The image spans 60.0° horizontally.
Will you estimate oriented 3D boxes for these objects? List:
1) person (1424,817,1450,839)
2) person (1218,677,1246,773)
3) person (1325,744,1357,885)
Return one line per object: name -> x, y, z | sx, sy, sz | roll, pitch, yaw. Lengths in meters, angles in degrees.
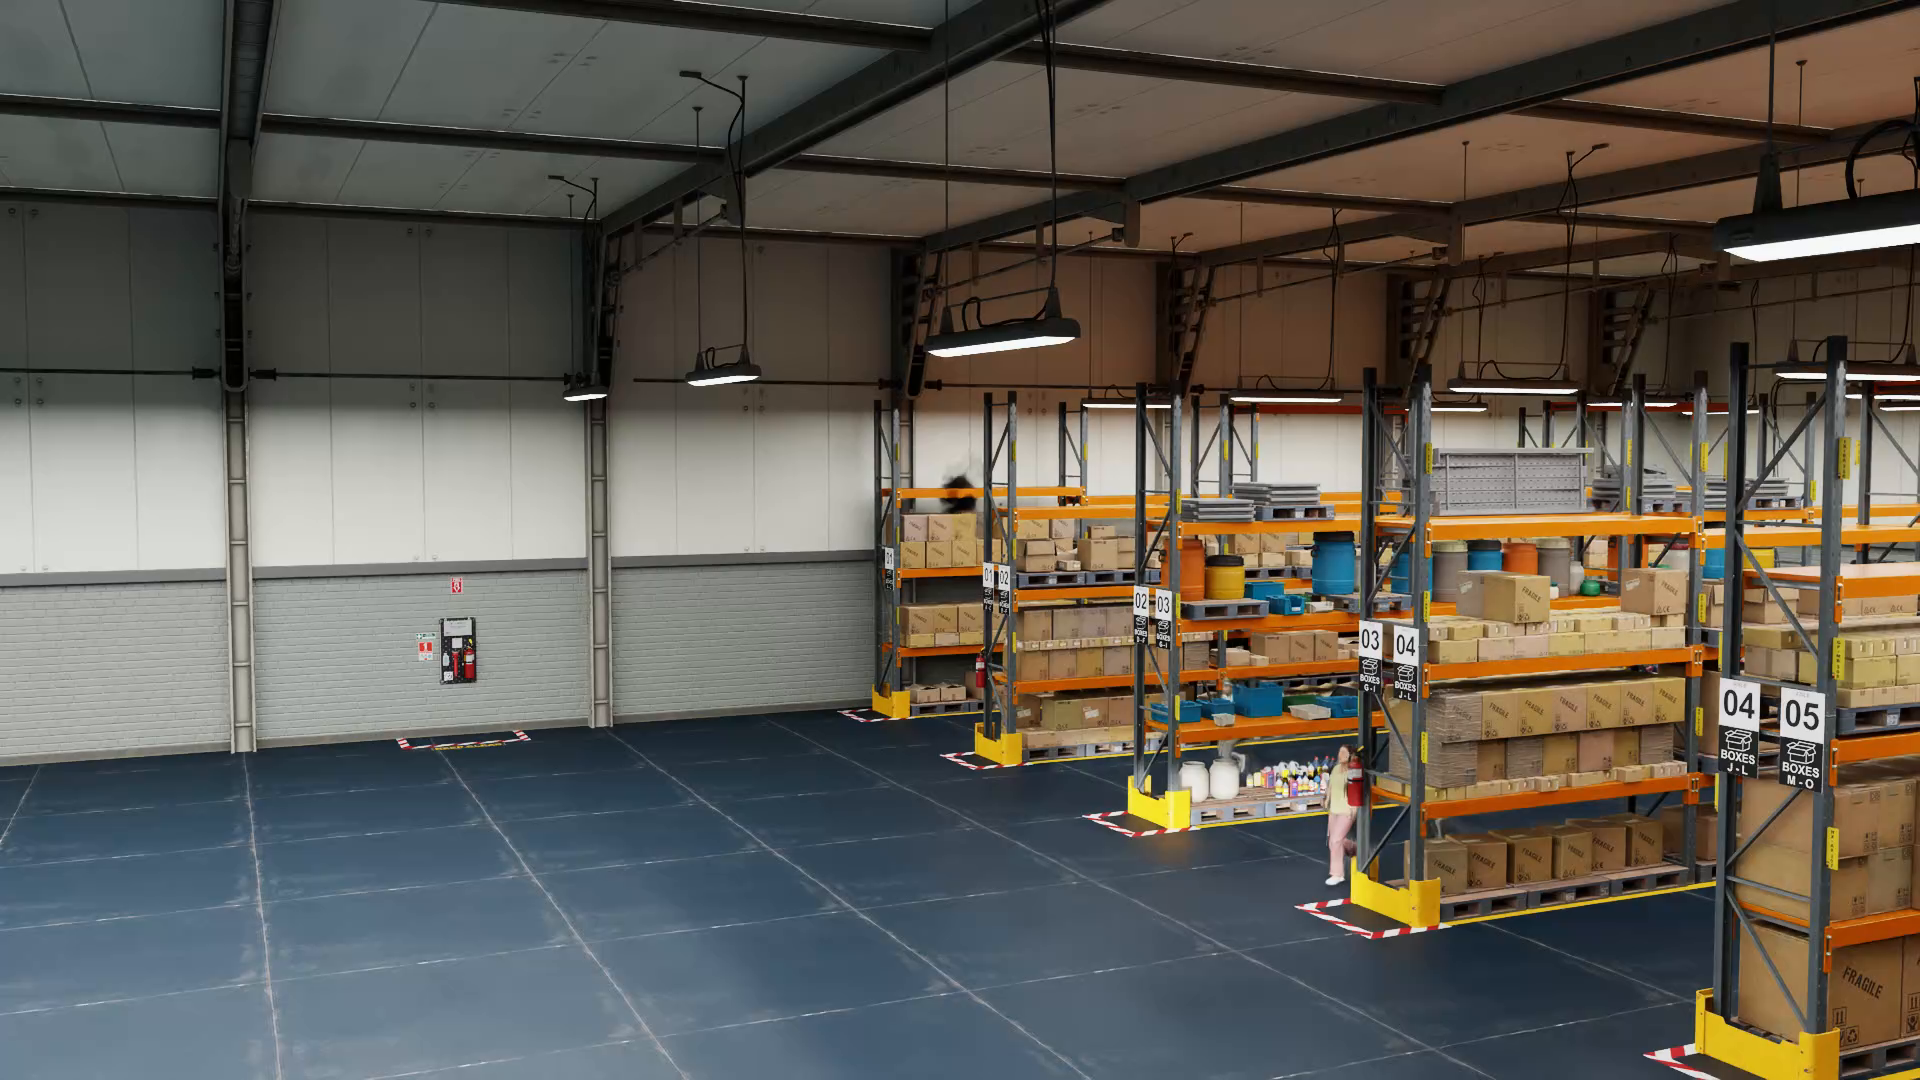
person -> 5.906, 3.121, 20.718 | 0.640, 1.635, 0.541 | -3, 4, -39
person -> 4.162, 2.883, 25.207 | 0.593, 1.648, 0.603 | -2, 4, -32
person -> 4.574, 3.212, 19.620 | 0.708, 1.636, 0.595 | -2, 4, -35
